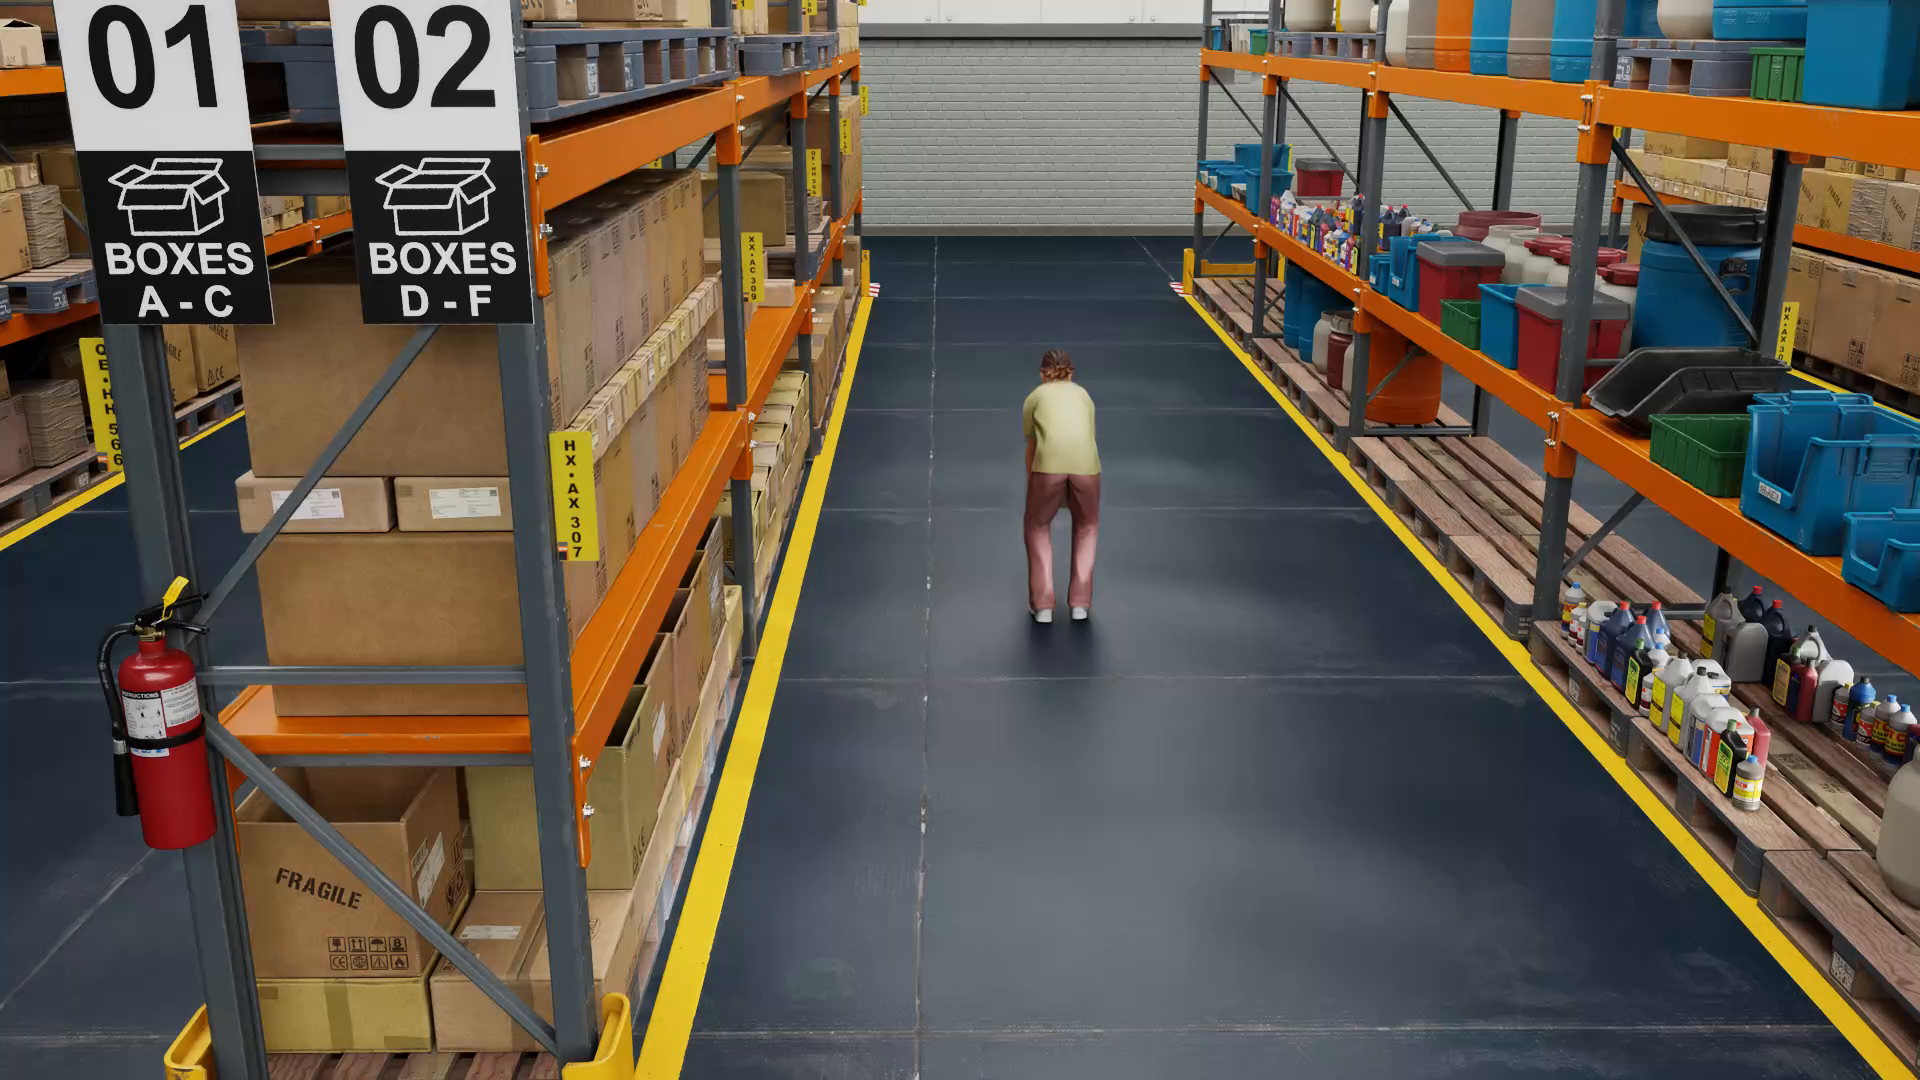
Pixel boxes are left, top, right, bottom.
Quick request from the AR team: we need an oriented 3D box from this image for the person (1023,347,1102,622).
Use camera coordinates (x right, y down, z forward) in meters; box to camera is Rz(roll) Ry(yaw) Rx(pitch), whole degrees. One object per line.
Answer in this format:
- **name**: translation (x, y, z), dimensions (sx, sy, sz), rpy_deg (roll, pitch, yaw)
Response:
- **person**: translation (0.542, -0.302, 9.007), dimensions (0.407, 1.394, 0.760), rpy_deg (-1, 17, -2)
